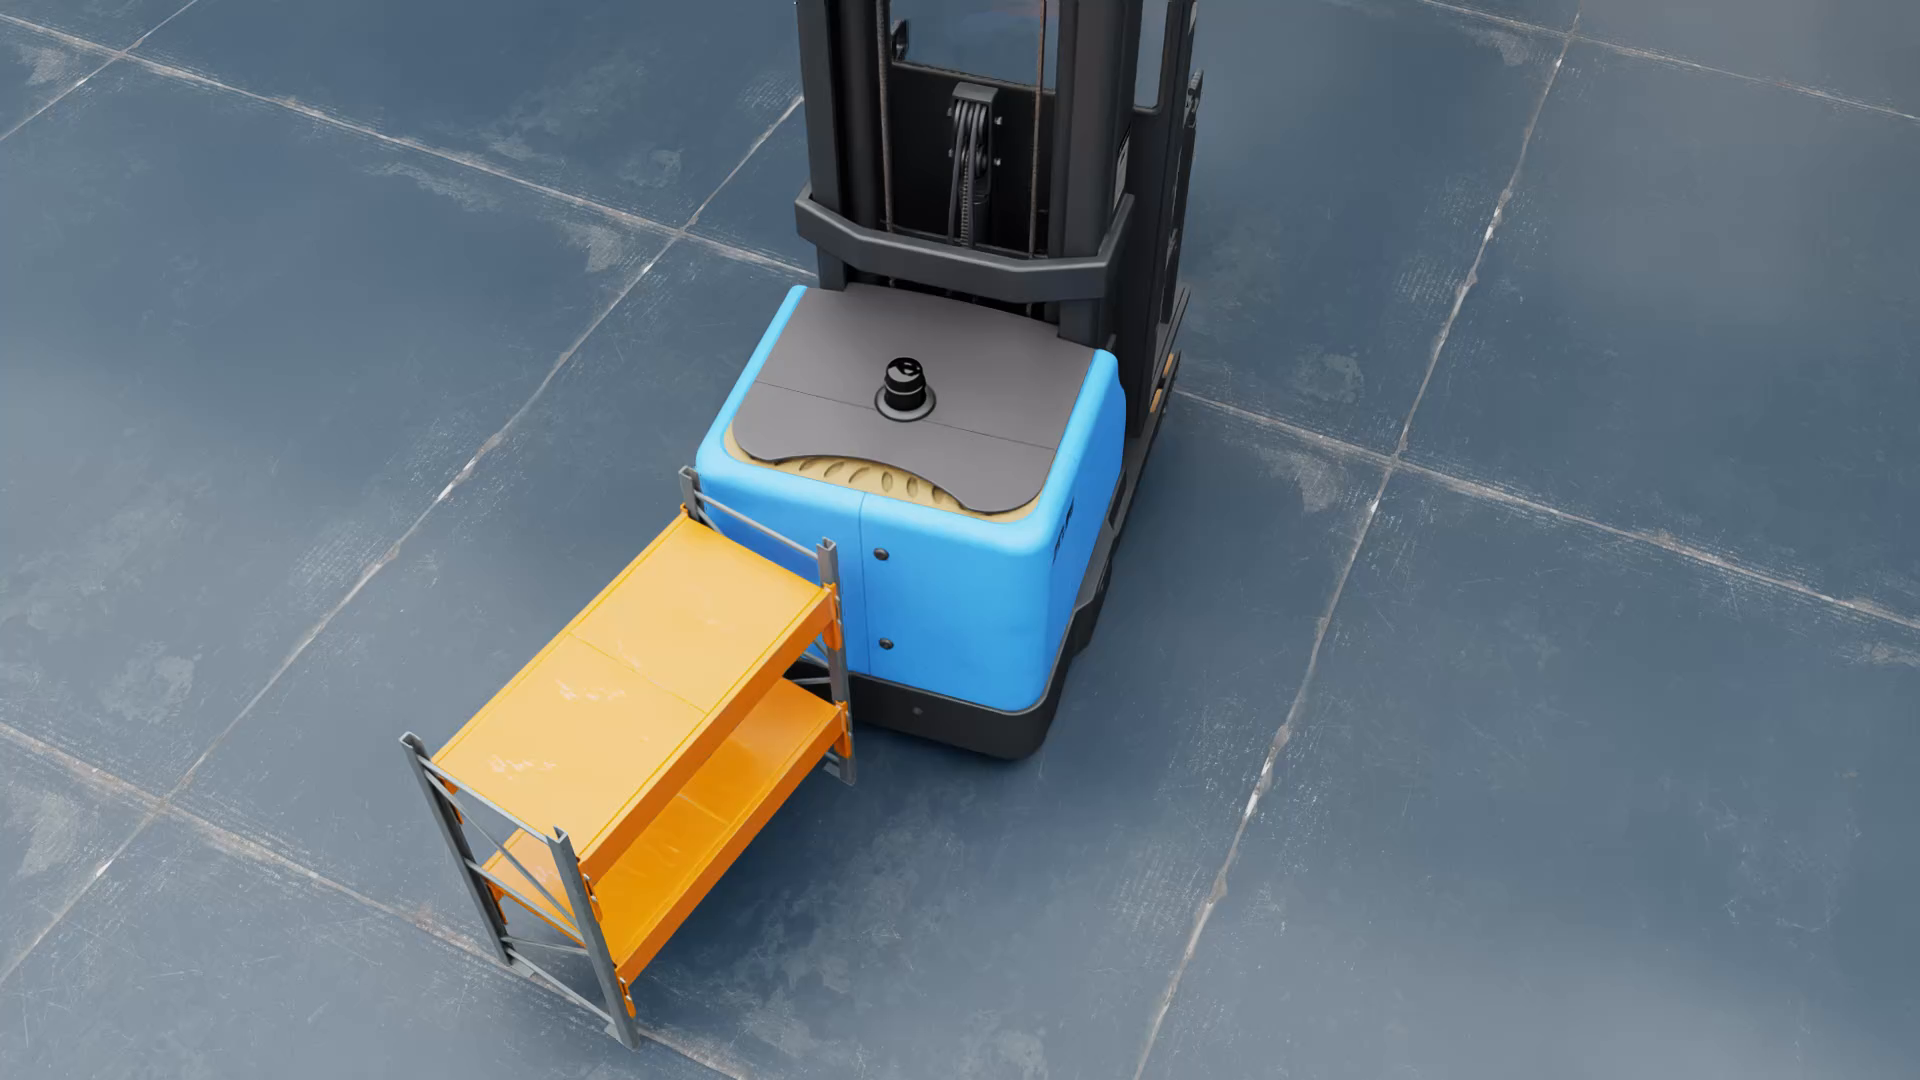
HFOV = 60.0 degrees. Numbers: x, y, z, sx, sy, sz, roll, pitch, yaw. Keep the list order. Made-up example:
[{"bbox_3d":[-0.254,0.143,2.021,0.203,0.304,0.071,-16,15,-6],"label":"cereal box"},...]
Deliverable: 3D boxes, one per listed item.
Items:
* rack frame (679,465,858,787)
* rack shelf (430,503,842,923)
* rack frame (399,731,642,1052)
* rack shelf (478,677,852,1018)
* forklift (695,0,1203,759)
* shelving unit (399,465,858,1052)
[{"bbox_3d":[-0.533,0.279,4.774,0.500,1.125,0.032,27,55,21],"label":"rack frame"},{"bbox_3d":[-0.813,0.412,4.276,0.538,0.278,1.000,27,55,21],"label":"rack shelf"},{"bbox_3d":[-1.092,0.925,4.224,0.500,1.125,0.032,27,55,21],"label":"rack frame"},{"bbox_3d":[-0.813,0.760,4.685,0.538,0.278,1.000,27,55,21],"label":"rack shelf"},{"bbox_3d":[0.186,-1.431,5.043,1.130,2.935,3.031,14,51,11],"label":"forklift"},{"bbox_3d":[-0.813,0.602,4.499,0.538,1.125,1.048,27,55,21],"label":"shelving unit"}]
